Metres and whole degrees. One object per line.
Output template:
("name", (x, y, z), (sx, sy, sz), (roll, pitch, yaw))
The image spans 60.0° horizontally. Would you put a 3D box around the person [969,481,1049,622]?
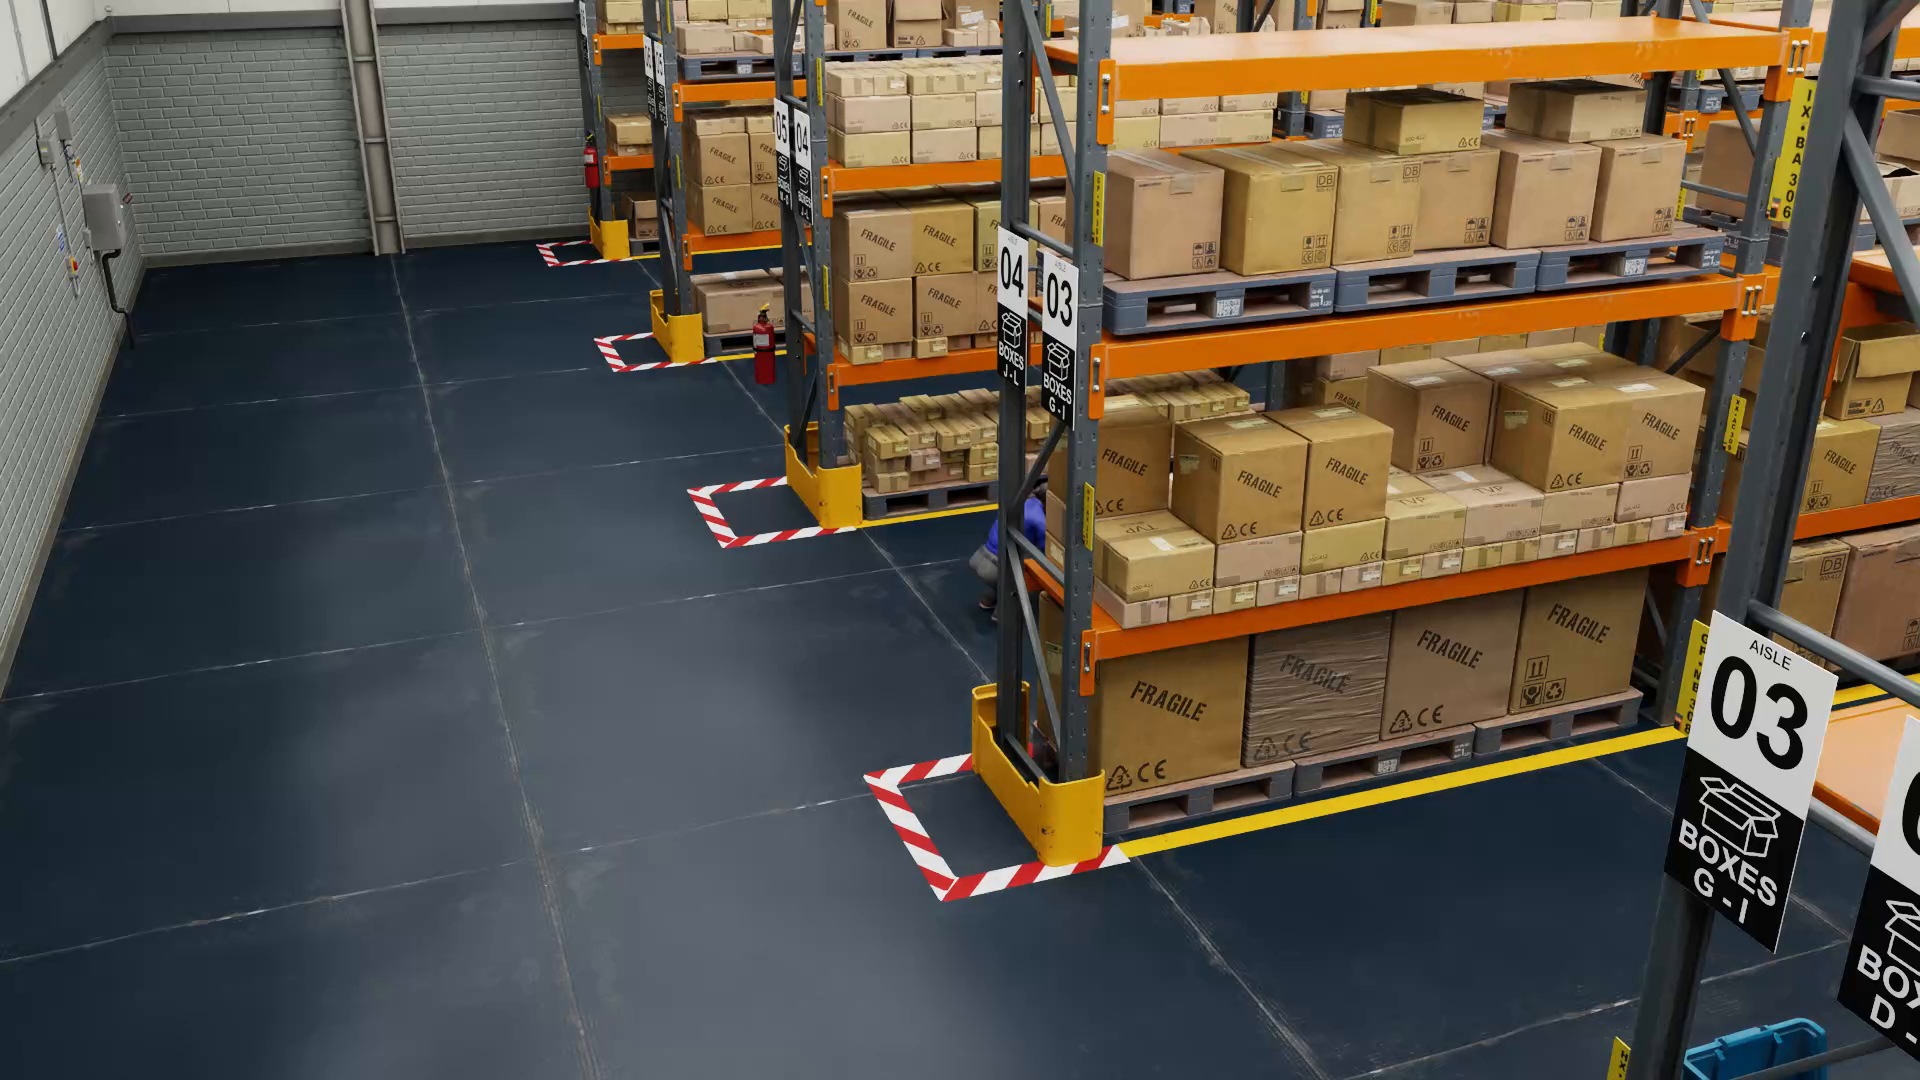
("person", (0.471, 0.070, 11.618), (0.829, 0.934, 0.486), (-9, 24, -20))
